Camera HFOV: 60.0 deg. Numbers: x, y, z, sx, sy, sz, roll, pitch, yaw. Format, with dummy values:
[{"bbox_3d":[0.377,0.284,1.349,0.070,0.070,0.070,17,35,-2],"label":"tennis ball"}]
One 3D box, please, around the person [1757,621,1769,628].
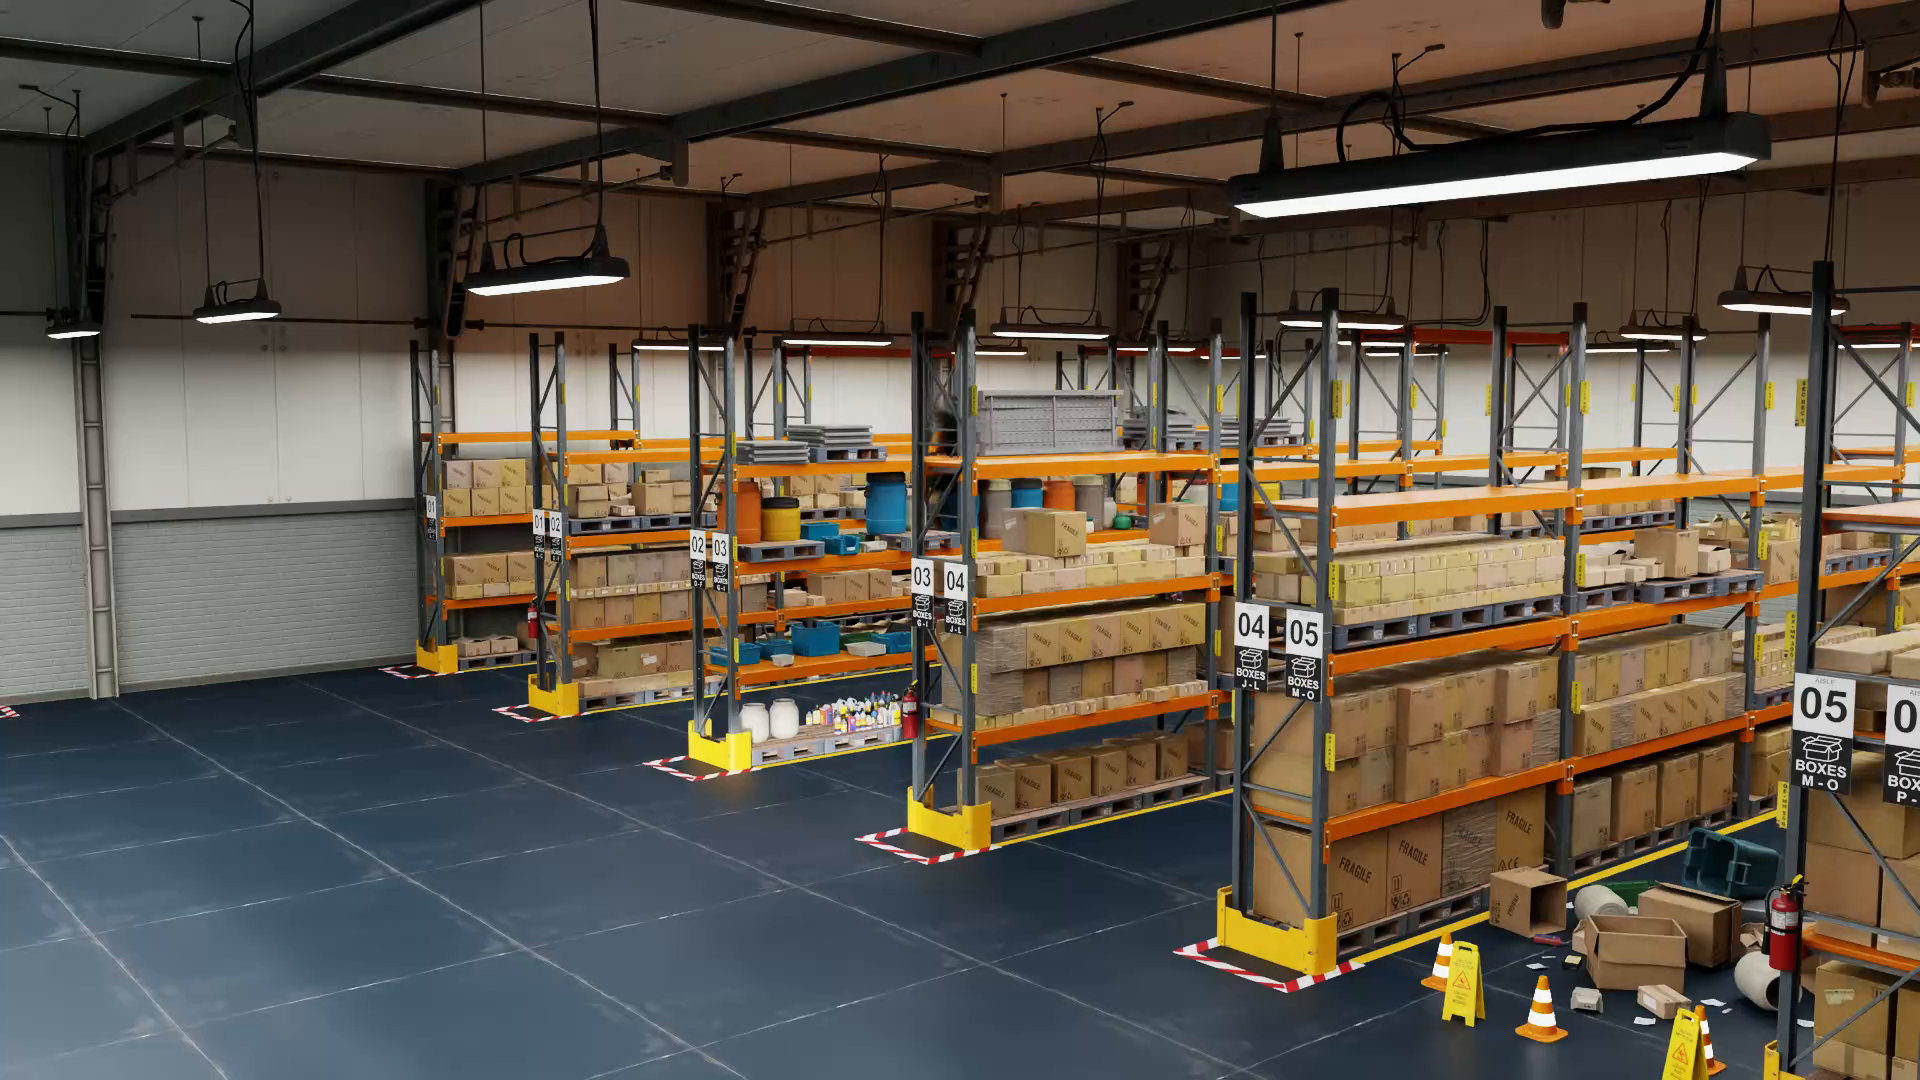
[{"bbox_3d":[12.465,2.001,25.536,1.024,1.602,0.686,-3,6,-30],"label":"person"}]
